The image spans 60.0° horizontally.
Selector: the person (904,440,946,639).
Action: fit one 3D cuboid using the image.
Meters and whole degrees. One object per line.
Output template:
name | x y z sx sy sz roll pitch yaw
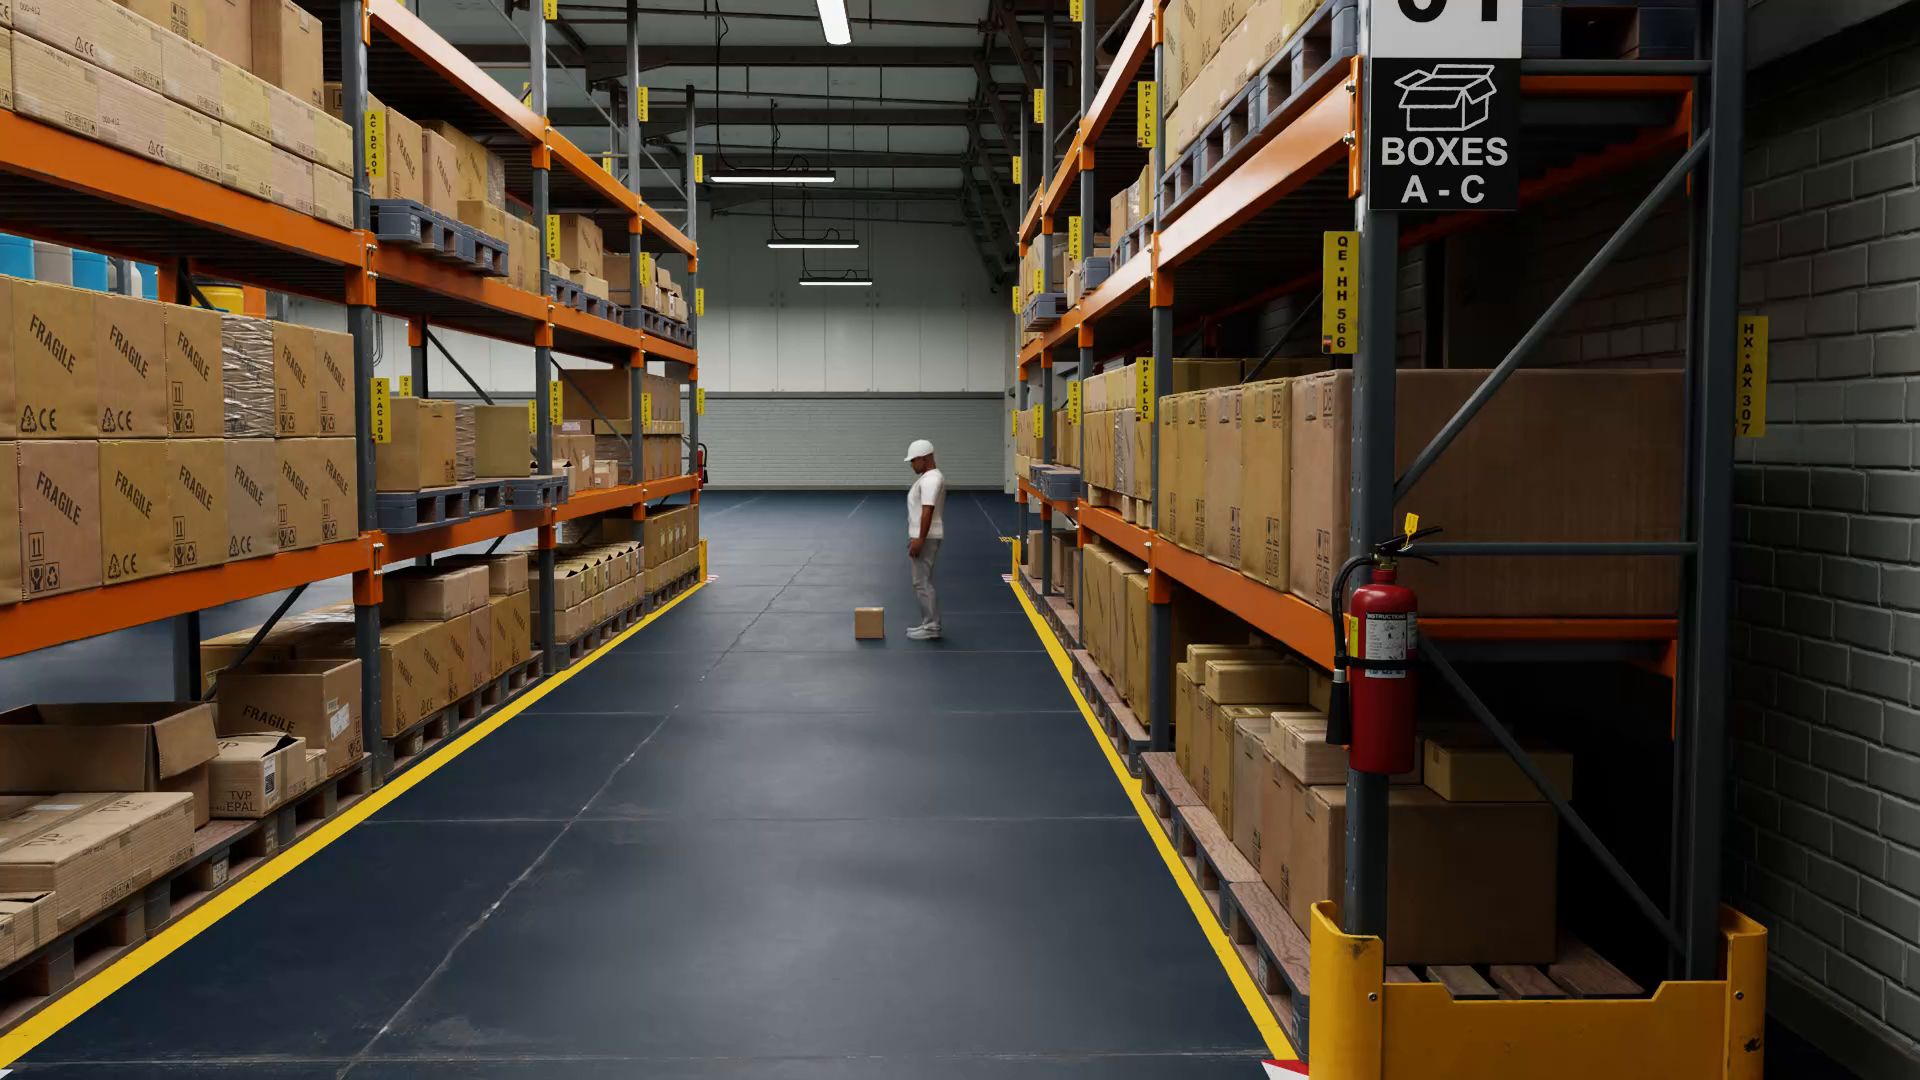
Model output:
person | -0.312 -0.011 14.786 0.373 1.757 0.569 0 4 0
